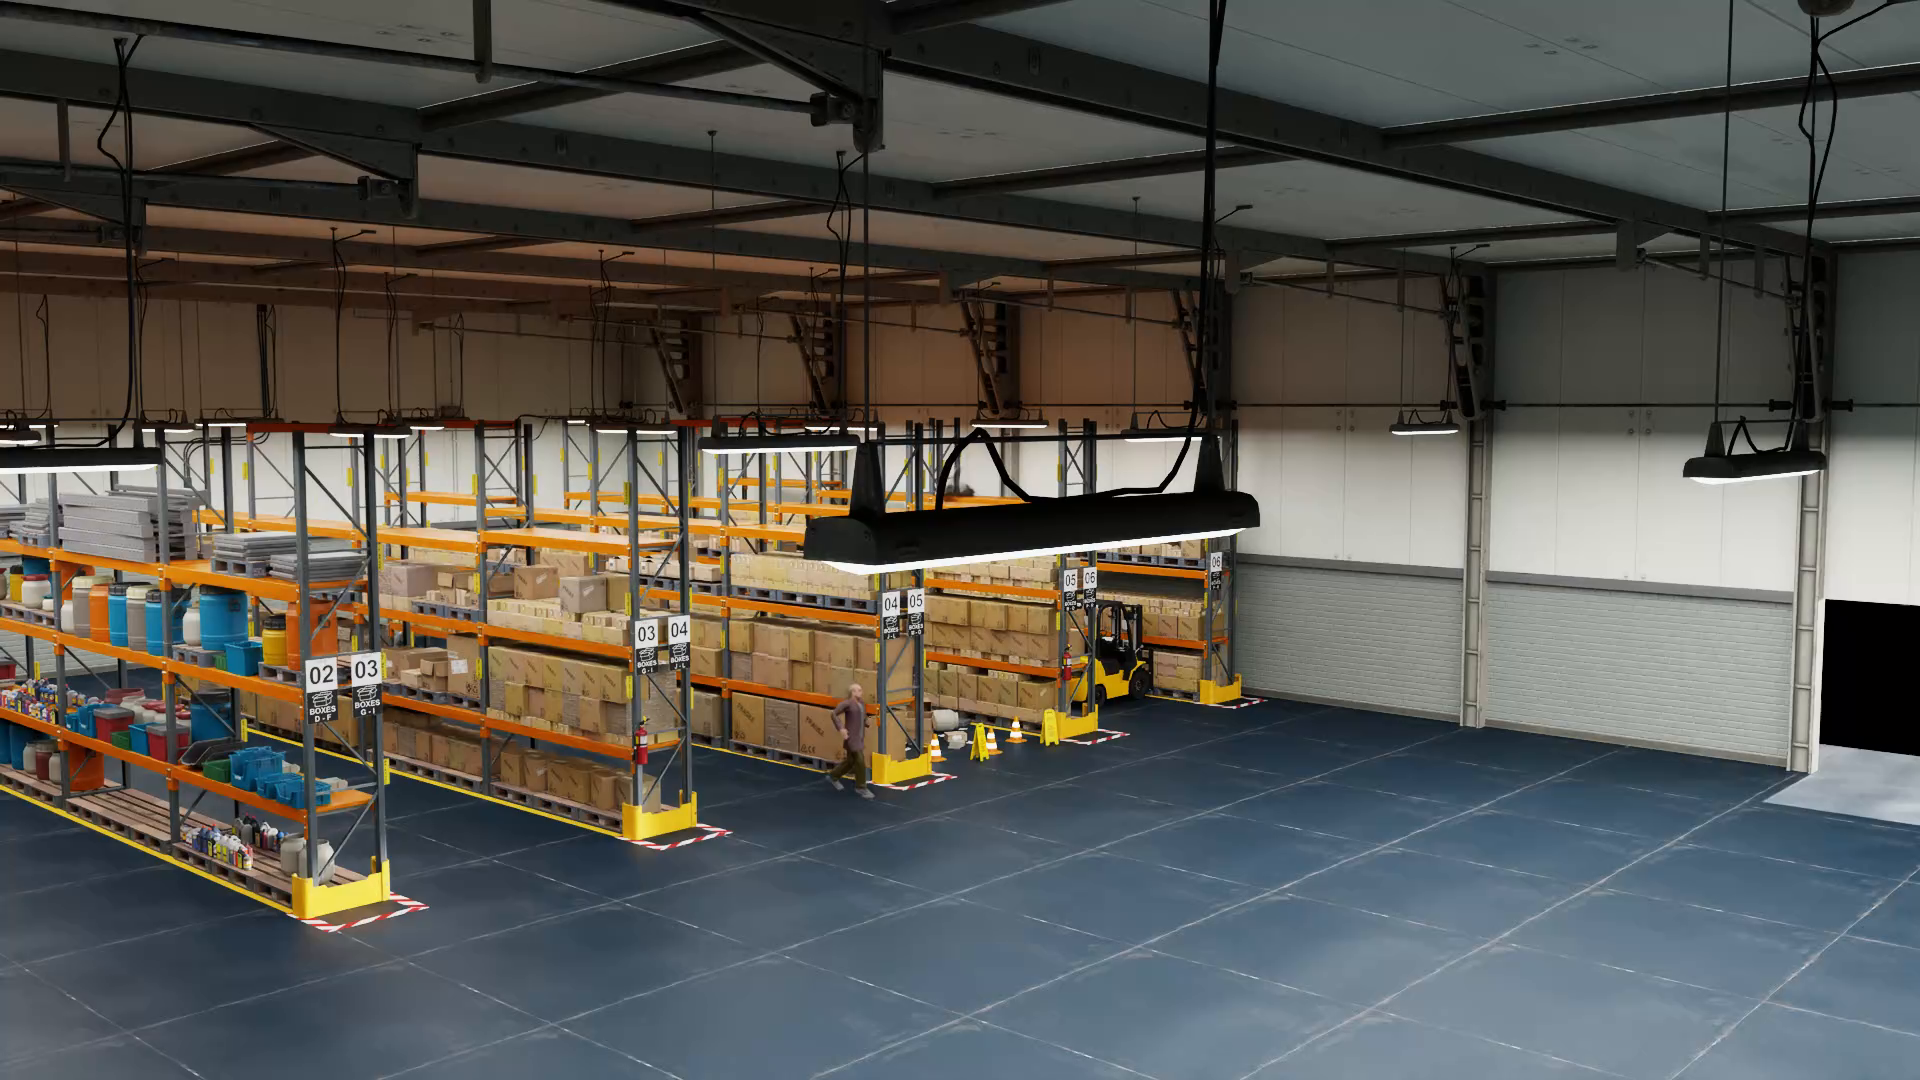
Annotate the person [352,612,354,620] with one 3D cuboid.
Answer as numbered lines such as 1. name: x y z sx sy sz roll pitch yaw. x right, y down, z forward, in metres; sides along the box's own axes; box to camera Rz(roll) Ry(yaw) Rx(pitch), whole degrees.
1. person: -13.510 2.443 37.014 0.744 1.757 0.761 -3 6 -33

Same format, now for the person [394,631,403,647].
1. person: -13.418 2.220 40.010 0.690 1.765 0.751 0 5 -2

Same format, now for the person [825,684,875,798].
1. person: -1.732 3.246 27.071 0.979 1.800 0.727 2 5 26
